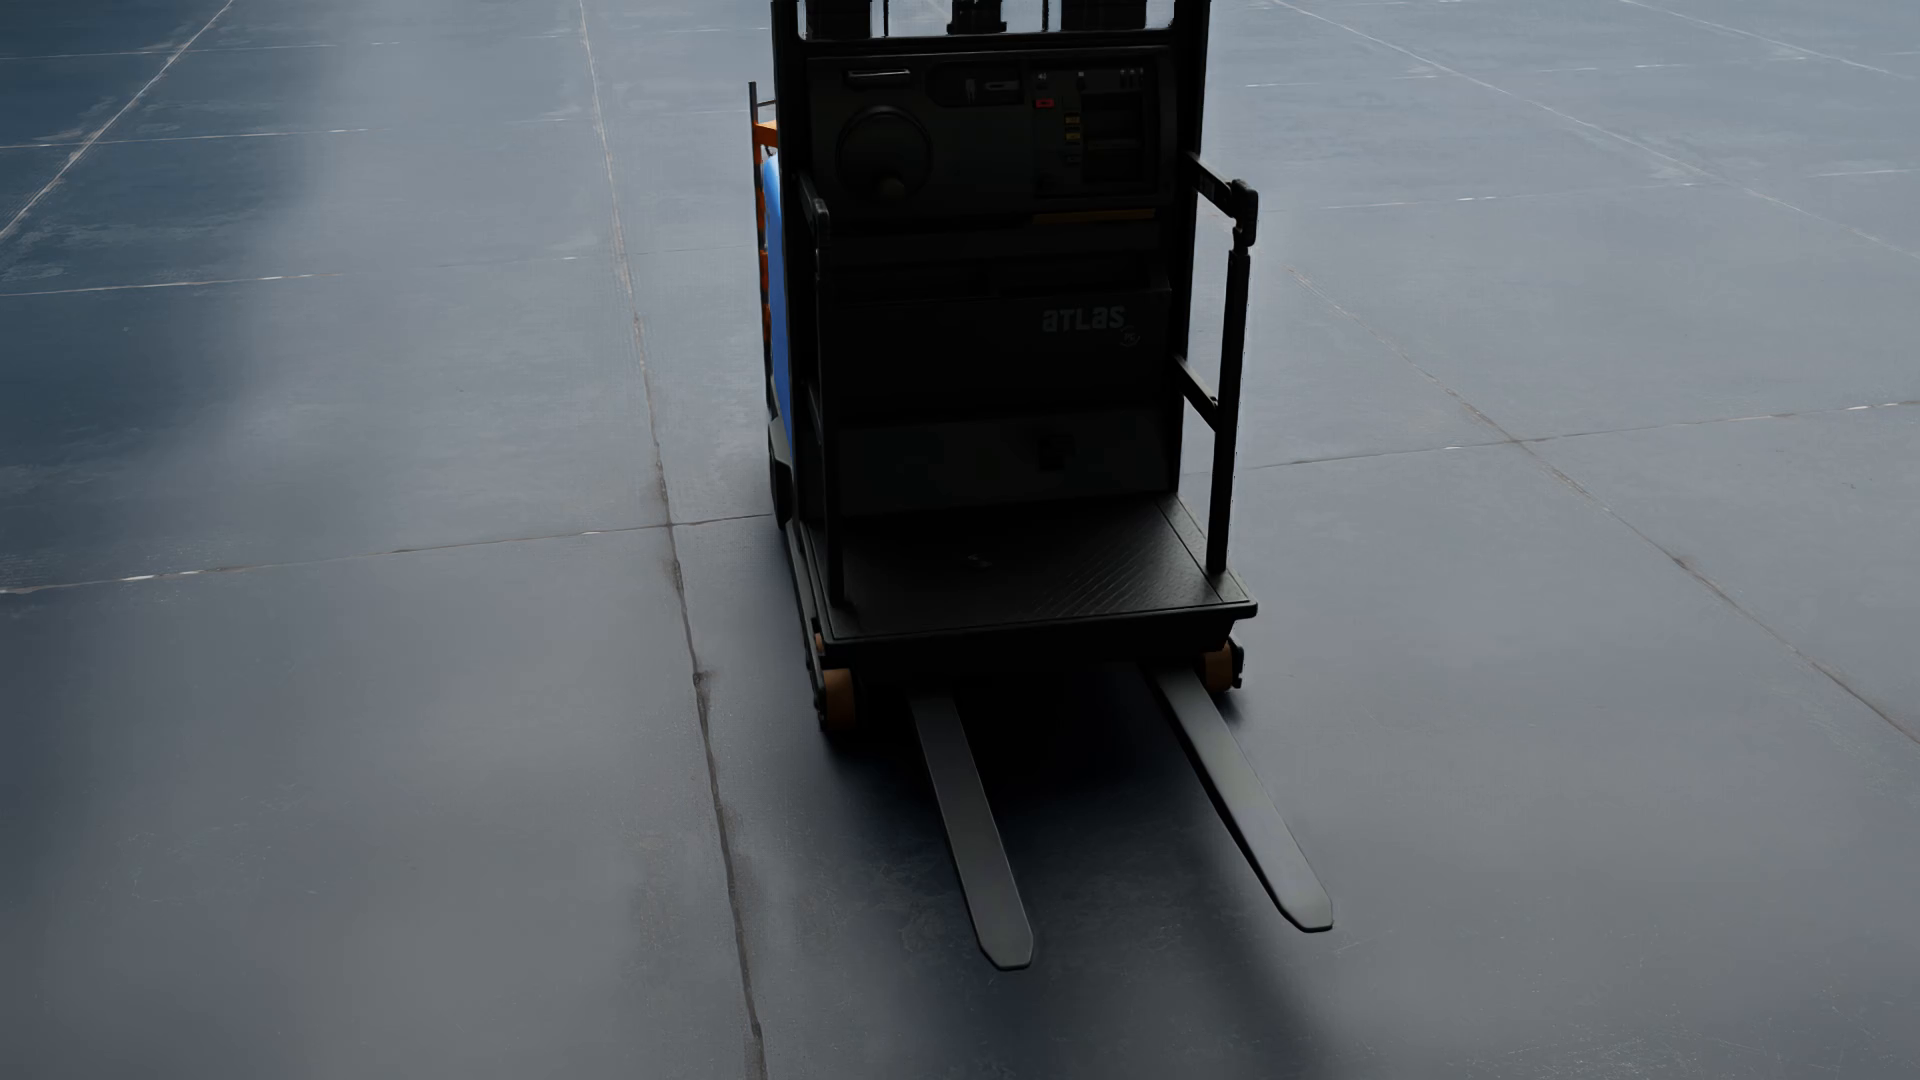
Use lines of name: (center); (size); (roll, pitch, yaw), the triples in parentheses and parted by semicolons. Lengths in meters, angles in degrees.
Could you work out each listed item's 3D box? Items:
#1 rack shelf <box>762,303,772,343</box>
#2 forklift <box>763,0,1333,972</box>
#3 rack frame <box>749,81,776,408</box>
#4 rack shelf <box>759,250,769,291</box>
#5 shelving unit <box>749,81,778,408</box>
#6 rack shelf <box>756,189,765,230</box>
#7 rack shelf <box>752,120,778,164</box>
rack shelf: (-0.458, -0.762, 6.018); (0.480, 0.148, 0.258); (22, 34, 37)
forklift: (0.128, -0.994, 3.967); (1.130, 2.935, 3.031); (-5, 27, -9)
rack frame: (-0.639, -1.073, 6.045); (0.015, 1.200, 0.240); (22, 34, 37)
rack shelf: (-0.458, -0.939, 5.928); (0.480, 0.148, 0.258); (22, 34, 37)
shelving unit: (-0.458, -0.999, 5.898); (0.503, 1.200, 0.258); (22, 34, 37)
rack shelf: (-0.458, -1.139, 5.828); (0.480, 0.148, 0.258); (22, 34, 37)
rack shelf: (-0.458, -1.350, 5.721); (0.480, 0.148, 0.258); (22, 34, 37)
